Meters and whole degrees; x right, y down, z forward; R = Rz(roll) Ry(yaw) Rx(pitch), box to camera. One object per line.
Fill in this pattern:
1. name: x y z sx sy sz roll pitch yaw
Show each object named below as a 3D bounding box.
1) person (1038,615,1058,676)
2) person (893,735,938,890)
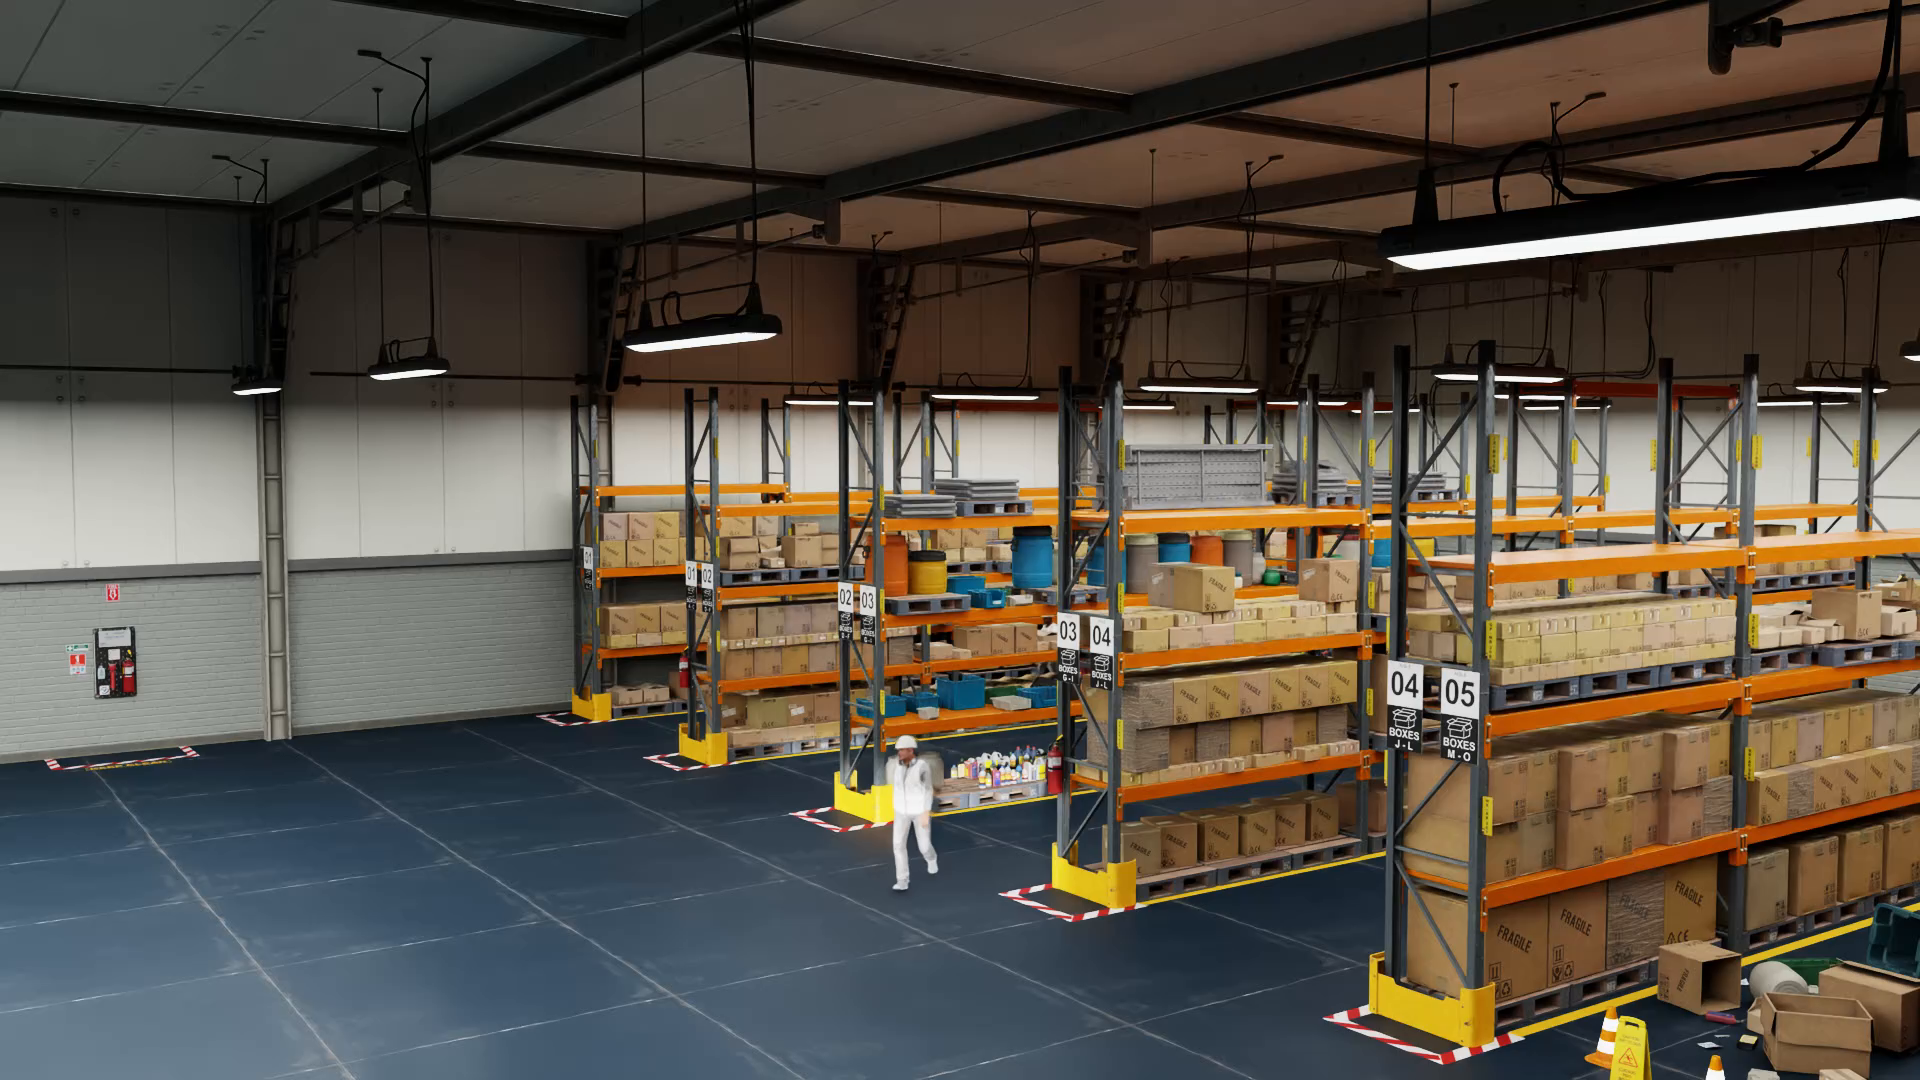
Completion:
1. person: 1.745 2.282 33.327 0.681 1.779 0.645 -1 4 -23
2. person: -0.560 3.140 19.291 0.543 1.733 0.886 1 4 21
